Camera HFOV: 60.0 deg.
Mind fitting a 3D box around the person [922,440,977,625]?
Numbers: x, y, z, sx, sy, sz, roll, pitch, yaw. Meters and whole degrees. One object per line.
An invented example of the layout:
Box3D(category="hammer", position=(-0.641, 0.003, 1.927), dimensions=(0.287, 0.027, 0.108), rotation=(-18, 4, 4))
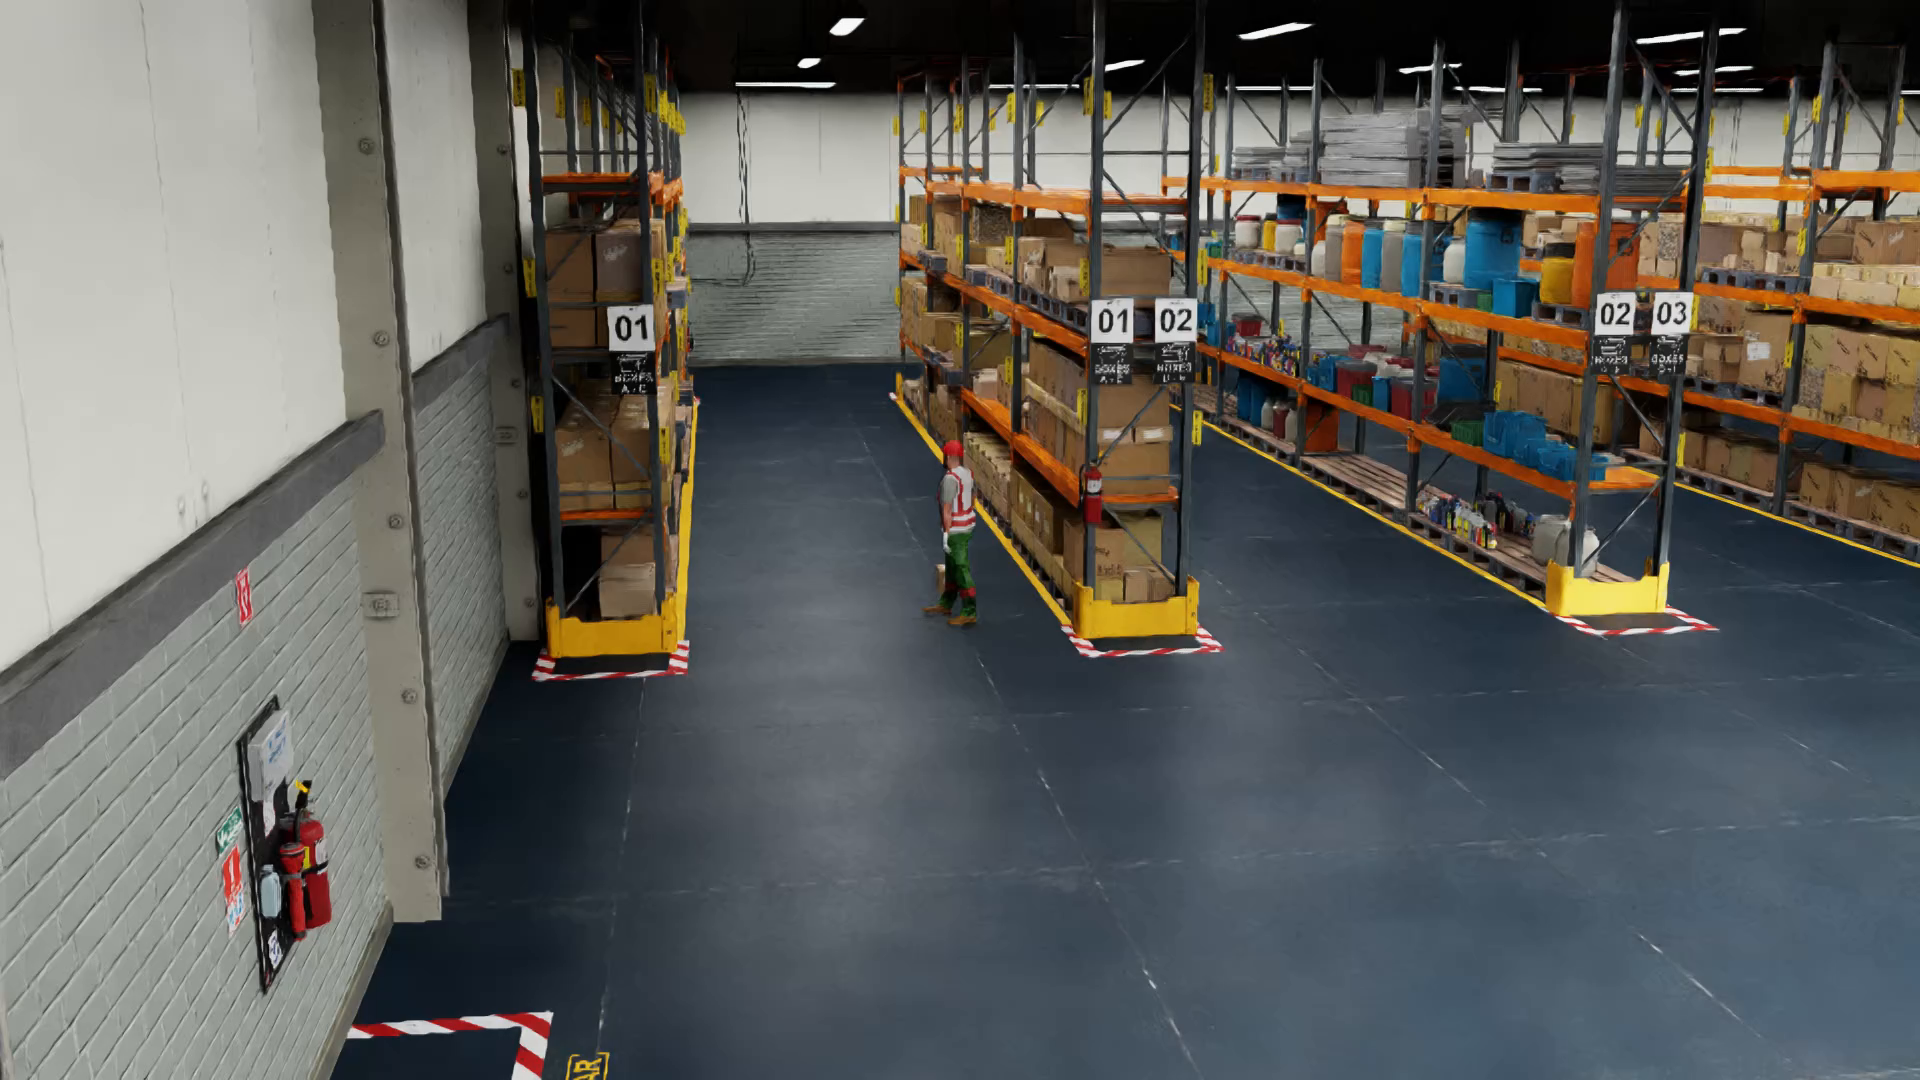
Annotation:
Box3D(category="person", position=(-0.082, -0.100, 16.330), dimensions=(0.615, 1.785, 0.687), rotation=(5, 14, 19))
